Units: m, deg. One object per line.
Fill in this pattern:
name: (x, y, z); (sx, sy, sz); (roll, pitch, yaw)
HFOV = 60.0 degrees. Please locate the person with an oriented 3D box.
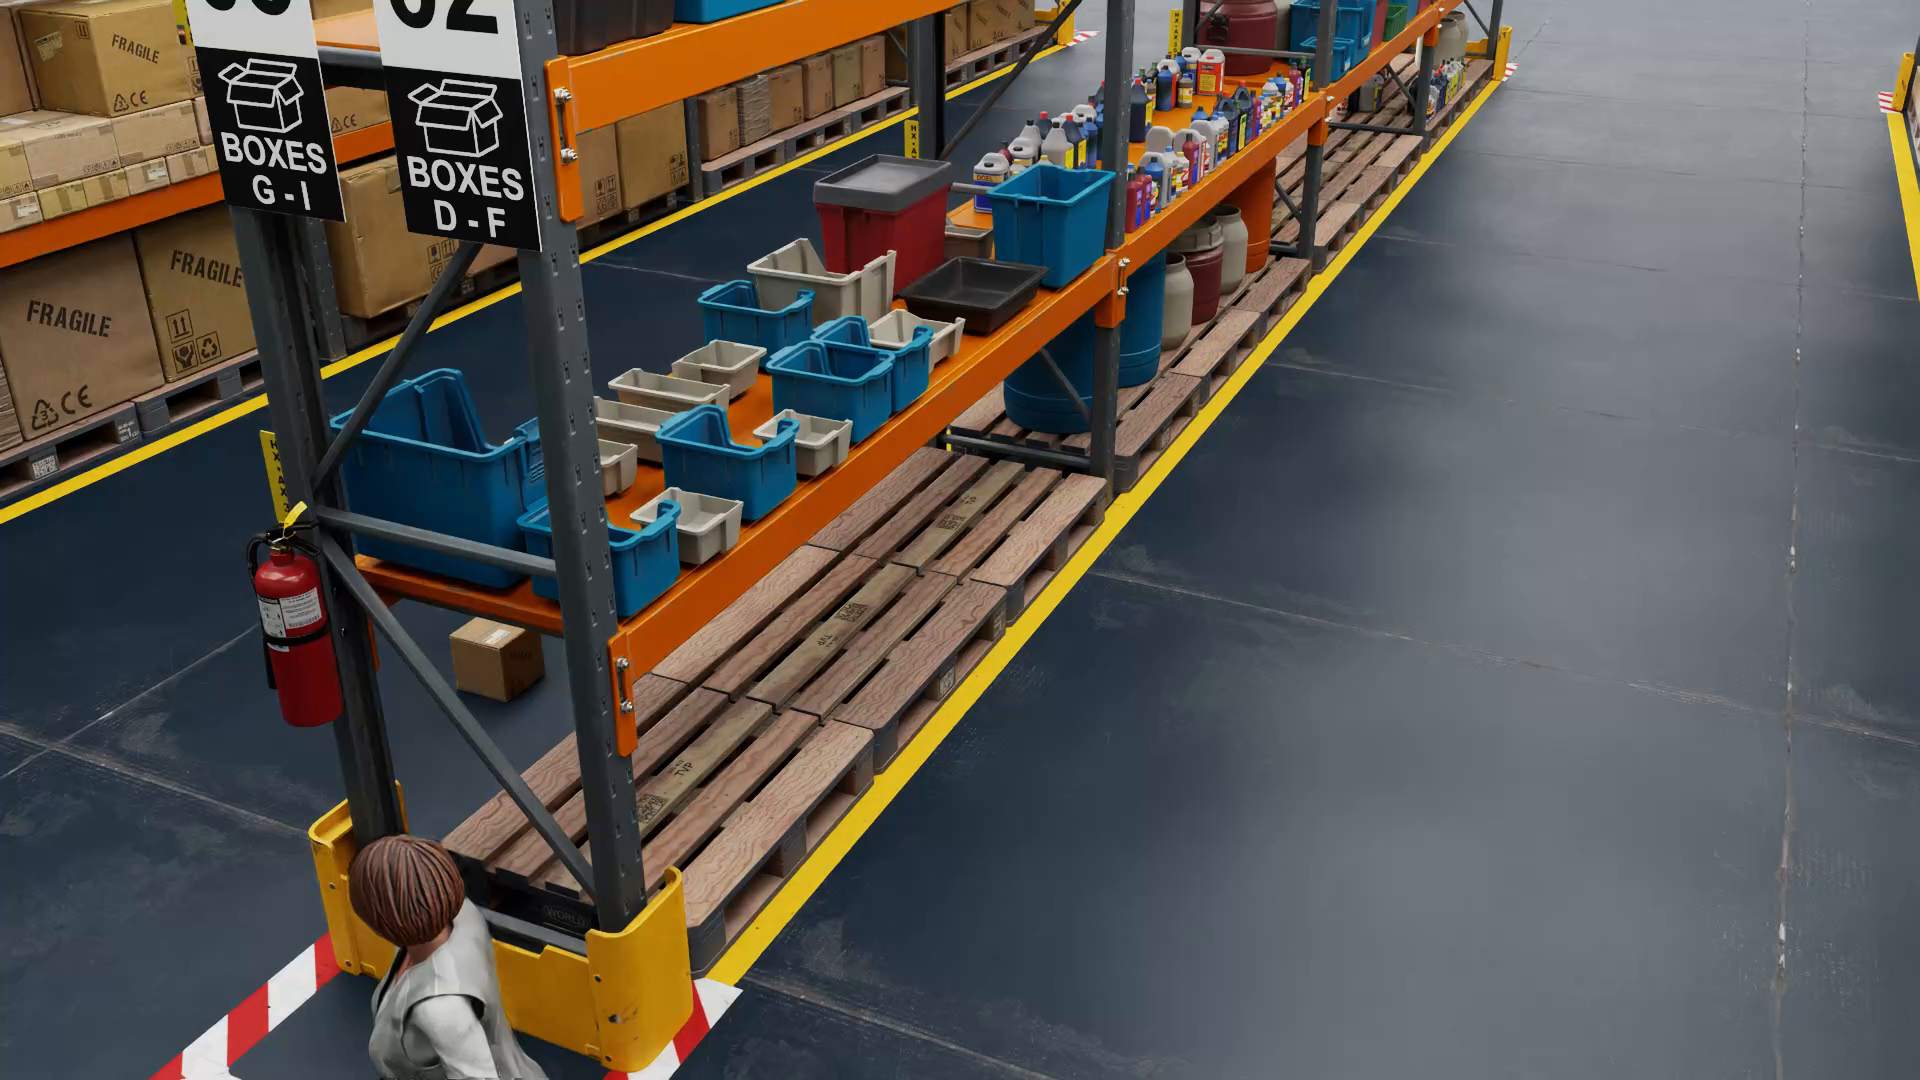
person: (-0.941, 1.282, 3.551); (0.760, 1.559, 0.494); (-5, 27, -9)
